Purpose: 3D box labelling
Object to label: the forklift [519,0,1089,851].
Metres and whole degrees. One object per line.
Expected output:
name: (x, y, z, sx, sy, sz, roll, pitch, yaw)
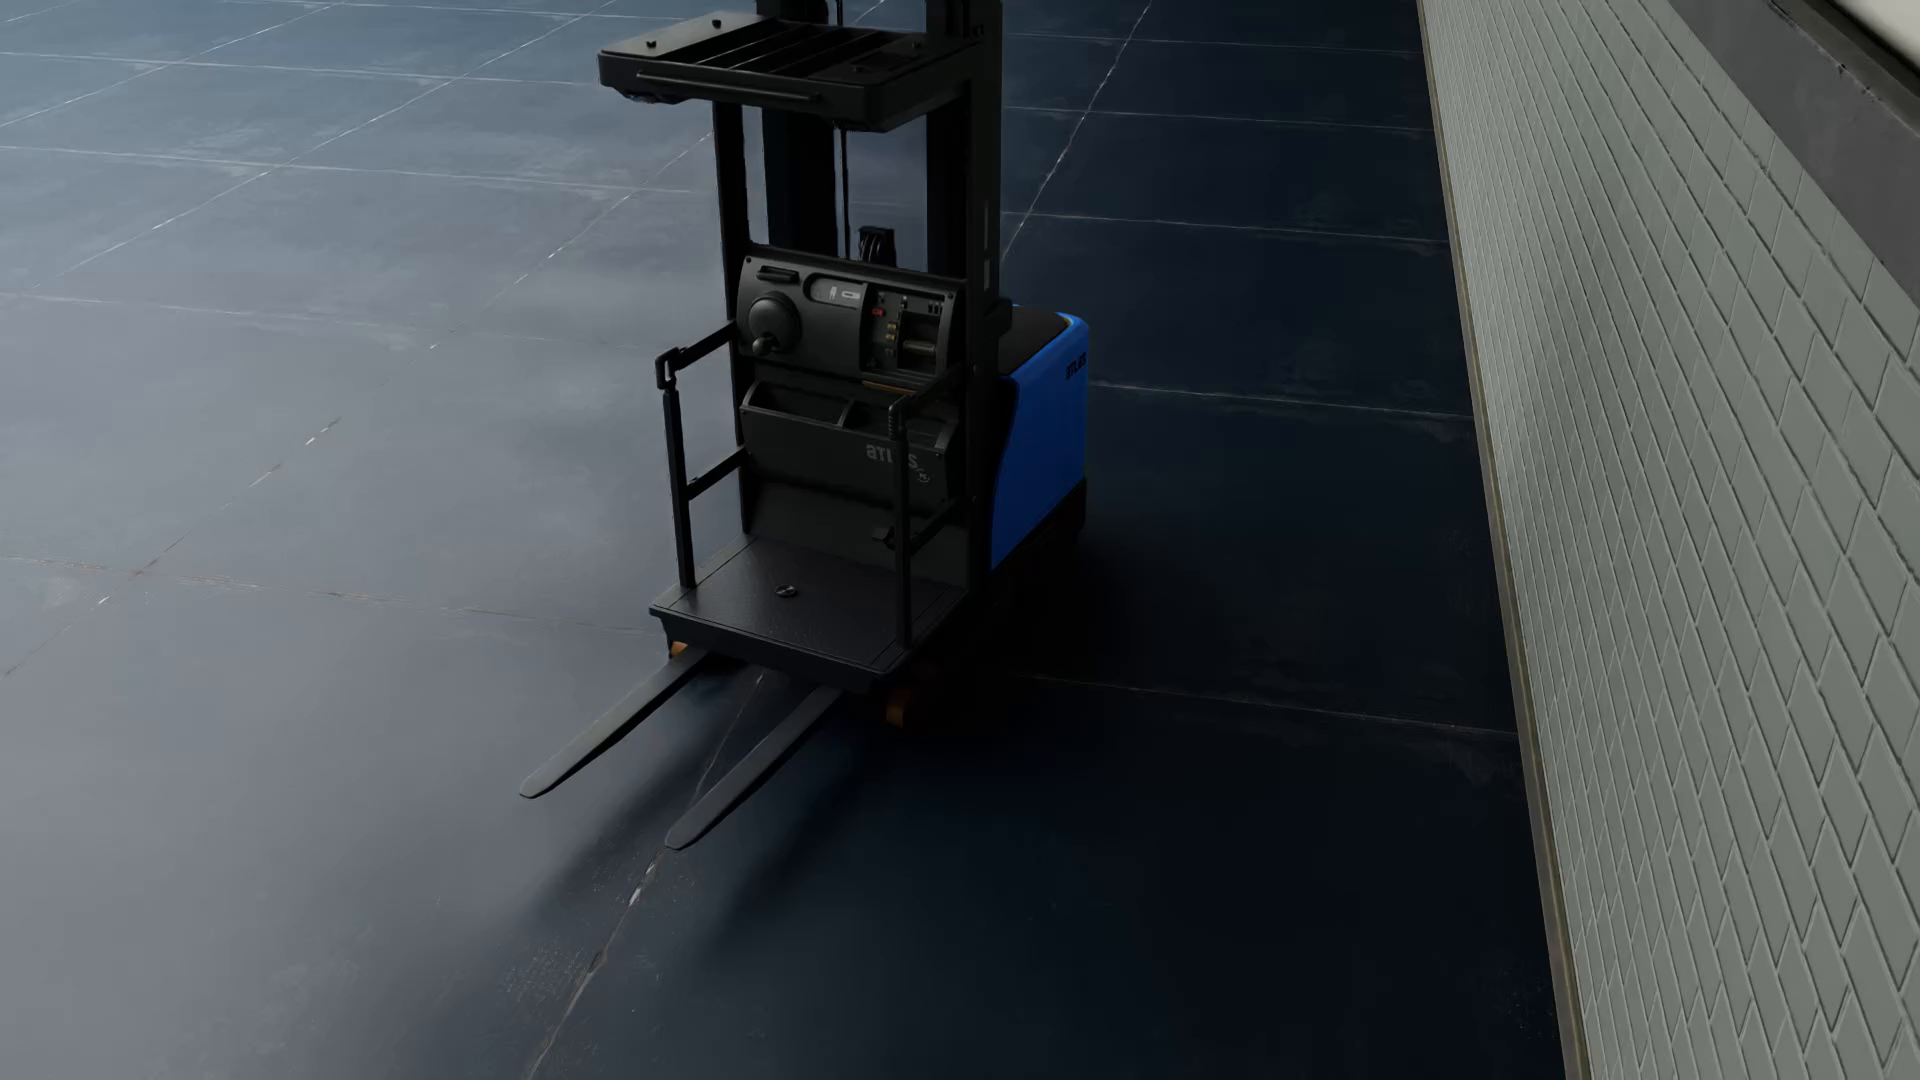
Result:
forklift: (-0.532, -0.798, 6.155, 1.130, 2.935, 3.031, 14, 32, 23)
